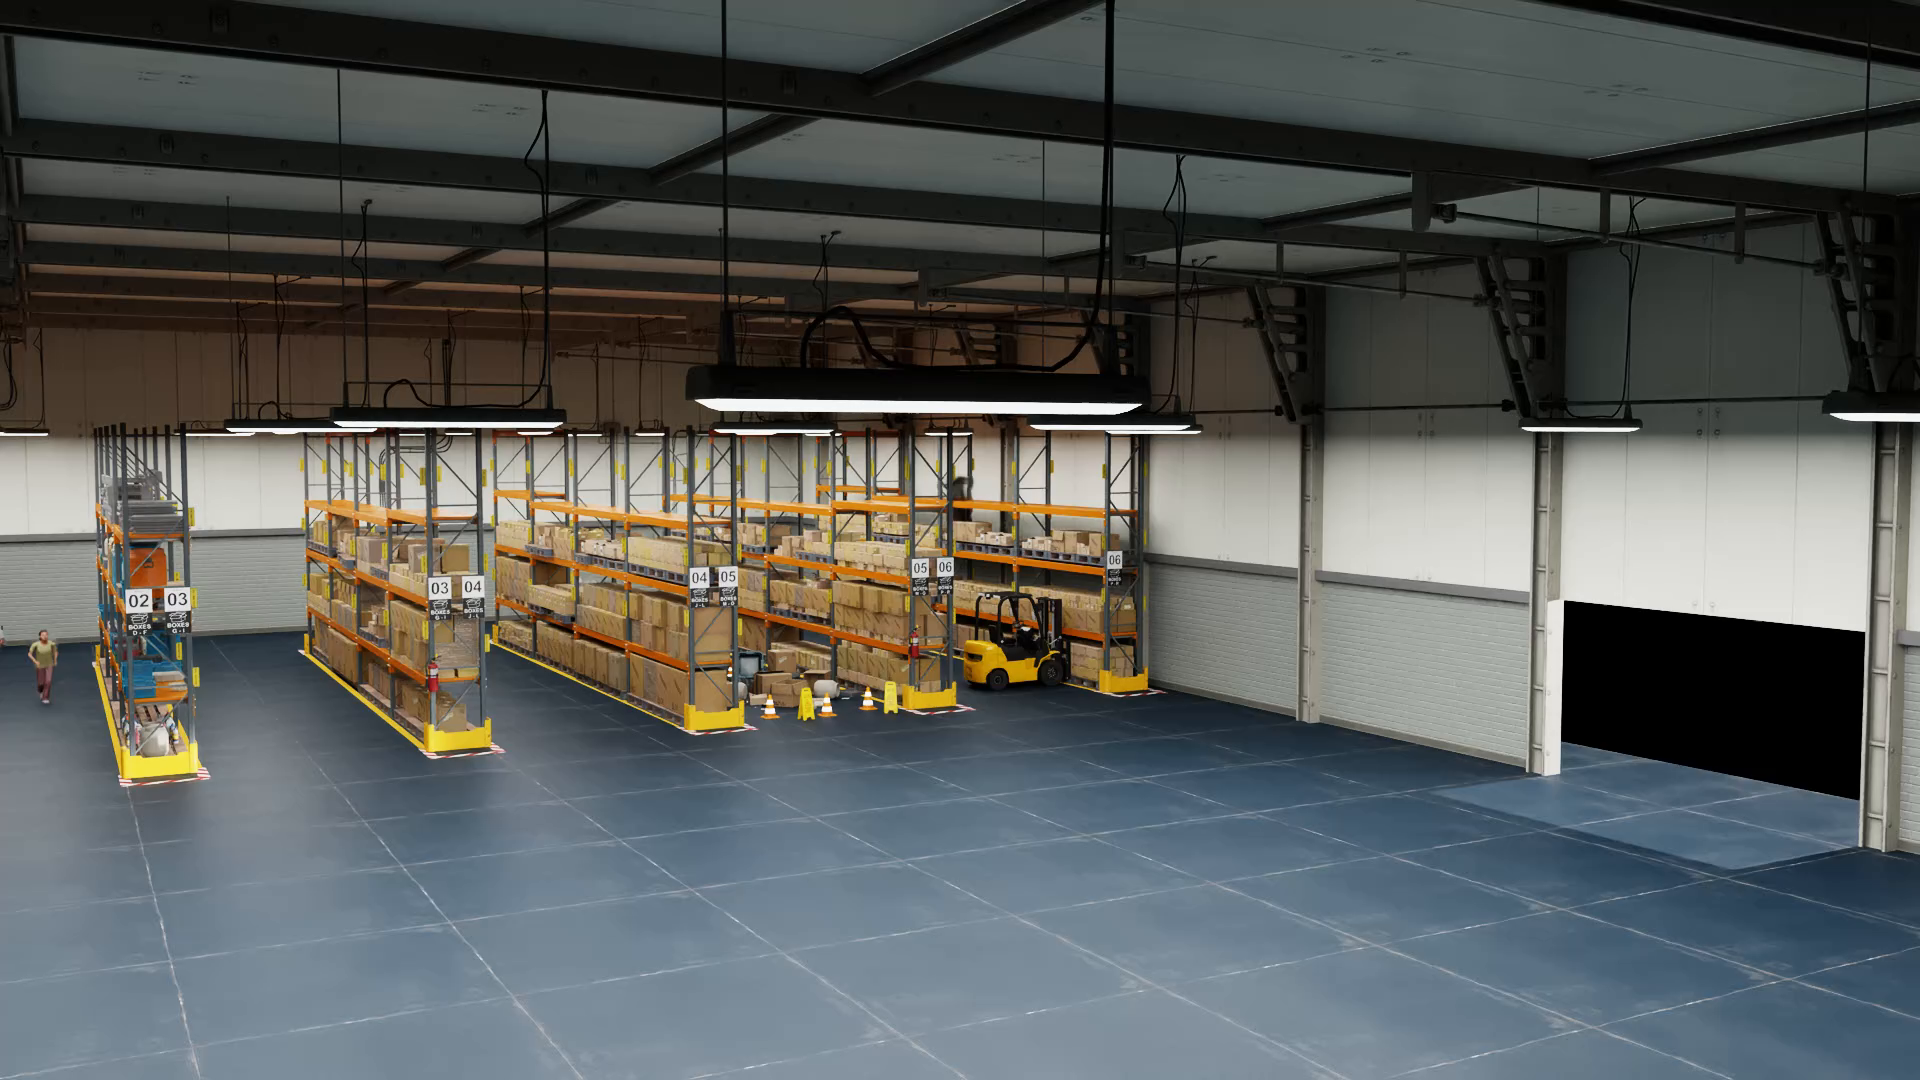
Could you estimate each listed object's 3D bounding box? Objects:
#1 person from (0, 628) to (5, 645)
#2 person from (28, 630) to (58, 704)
[{"bbox_3d":[-21.914,2.560,37.503,0.684,1.758,0.667,-3,4,-37],"label":"person"},{"bbox_3d":[-19.923,2.751,36.152,0.581,1.584,0.593,-2,4,-35],"label":"person"}]
